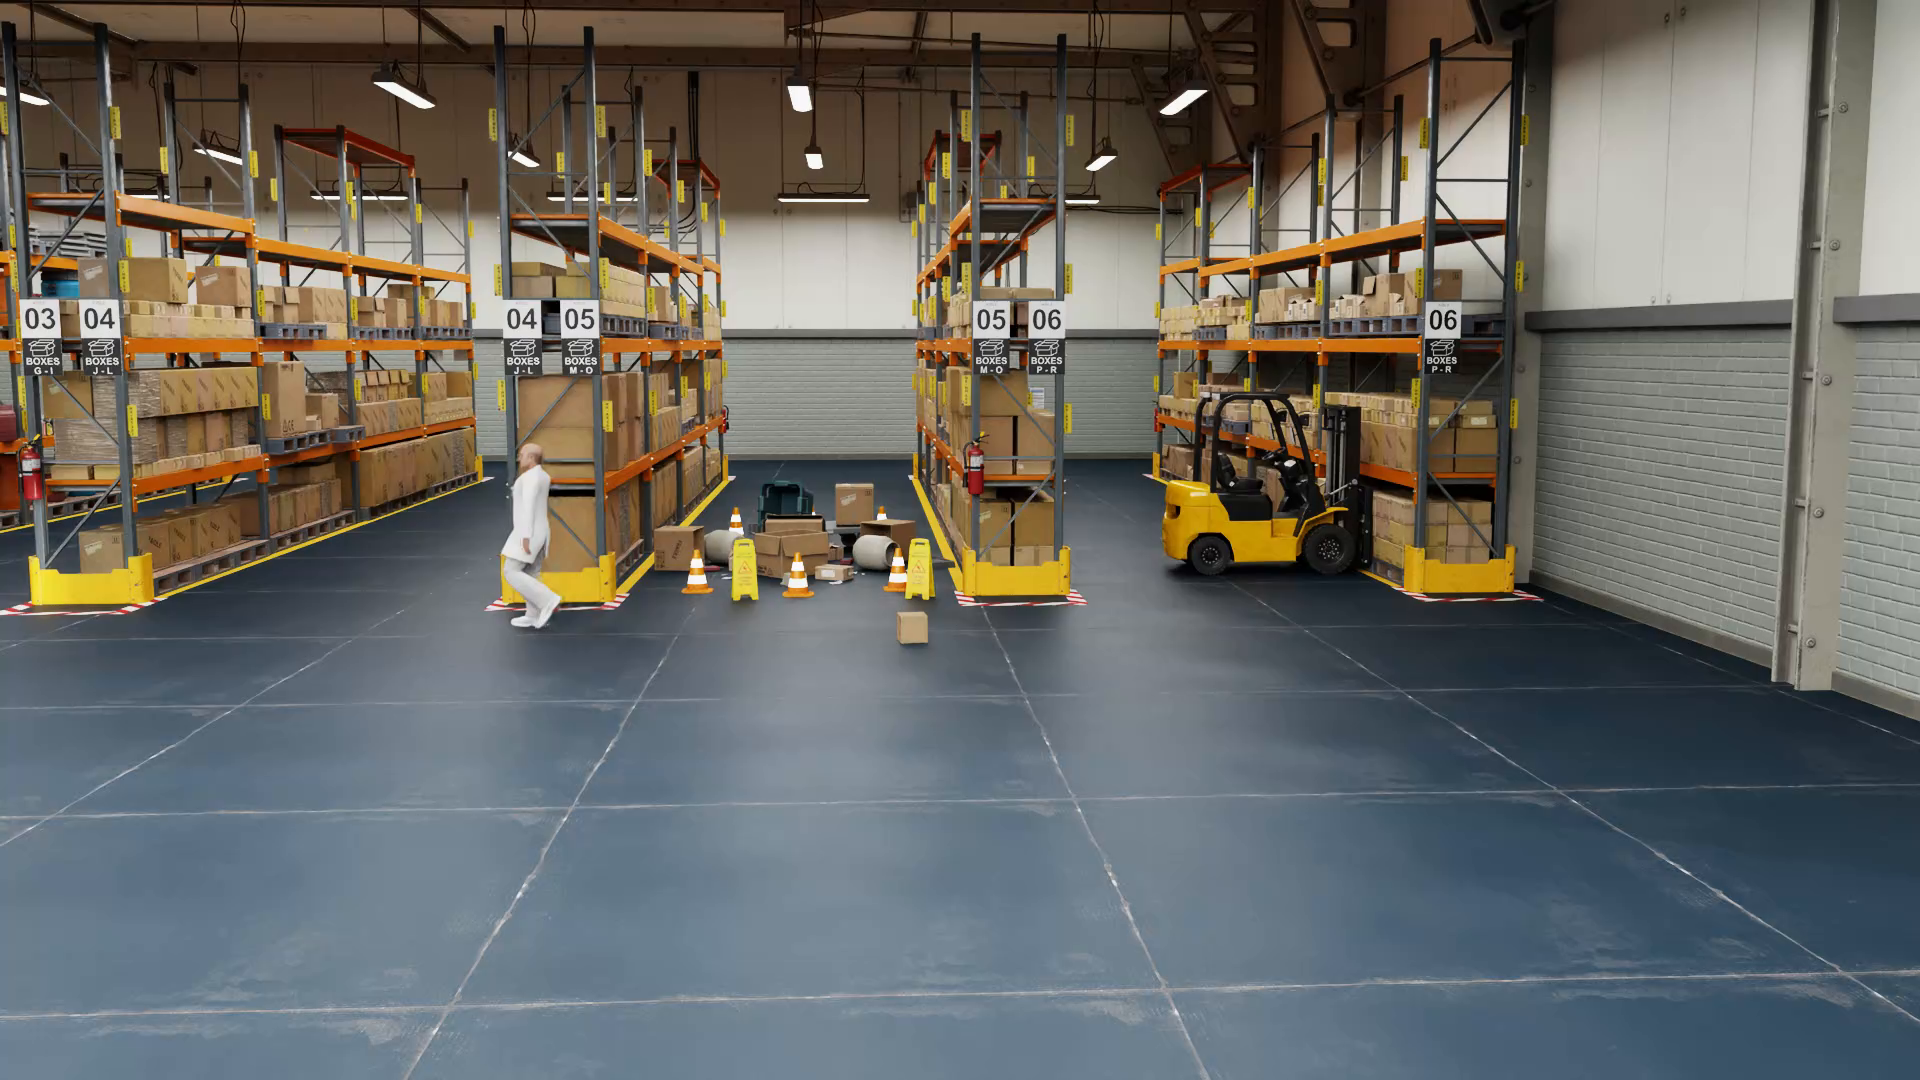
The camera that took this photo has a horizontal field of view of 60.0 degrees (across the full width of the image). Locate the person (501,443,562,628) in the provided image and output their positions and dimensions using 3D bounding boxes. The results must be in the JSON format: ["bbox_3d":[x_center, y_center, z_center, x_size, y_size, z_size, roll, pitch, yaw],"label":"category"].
[{"bbox_3d":[-4.070,-0.039,15.890,0.566,1.770,0.592,0,7,3],"label":"person"}]
